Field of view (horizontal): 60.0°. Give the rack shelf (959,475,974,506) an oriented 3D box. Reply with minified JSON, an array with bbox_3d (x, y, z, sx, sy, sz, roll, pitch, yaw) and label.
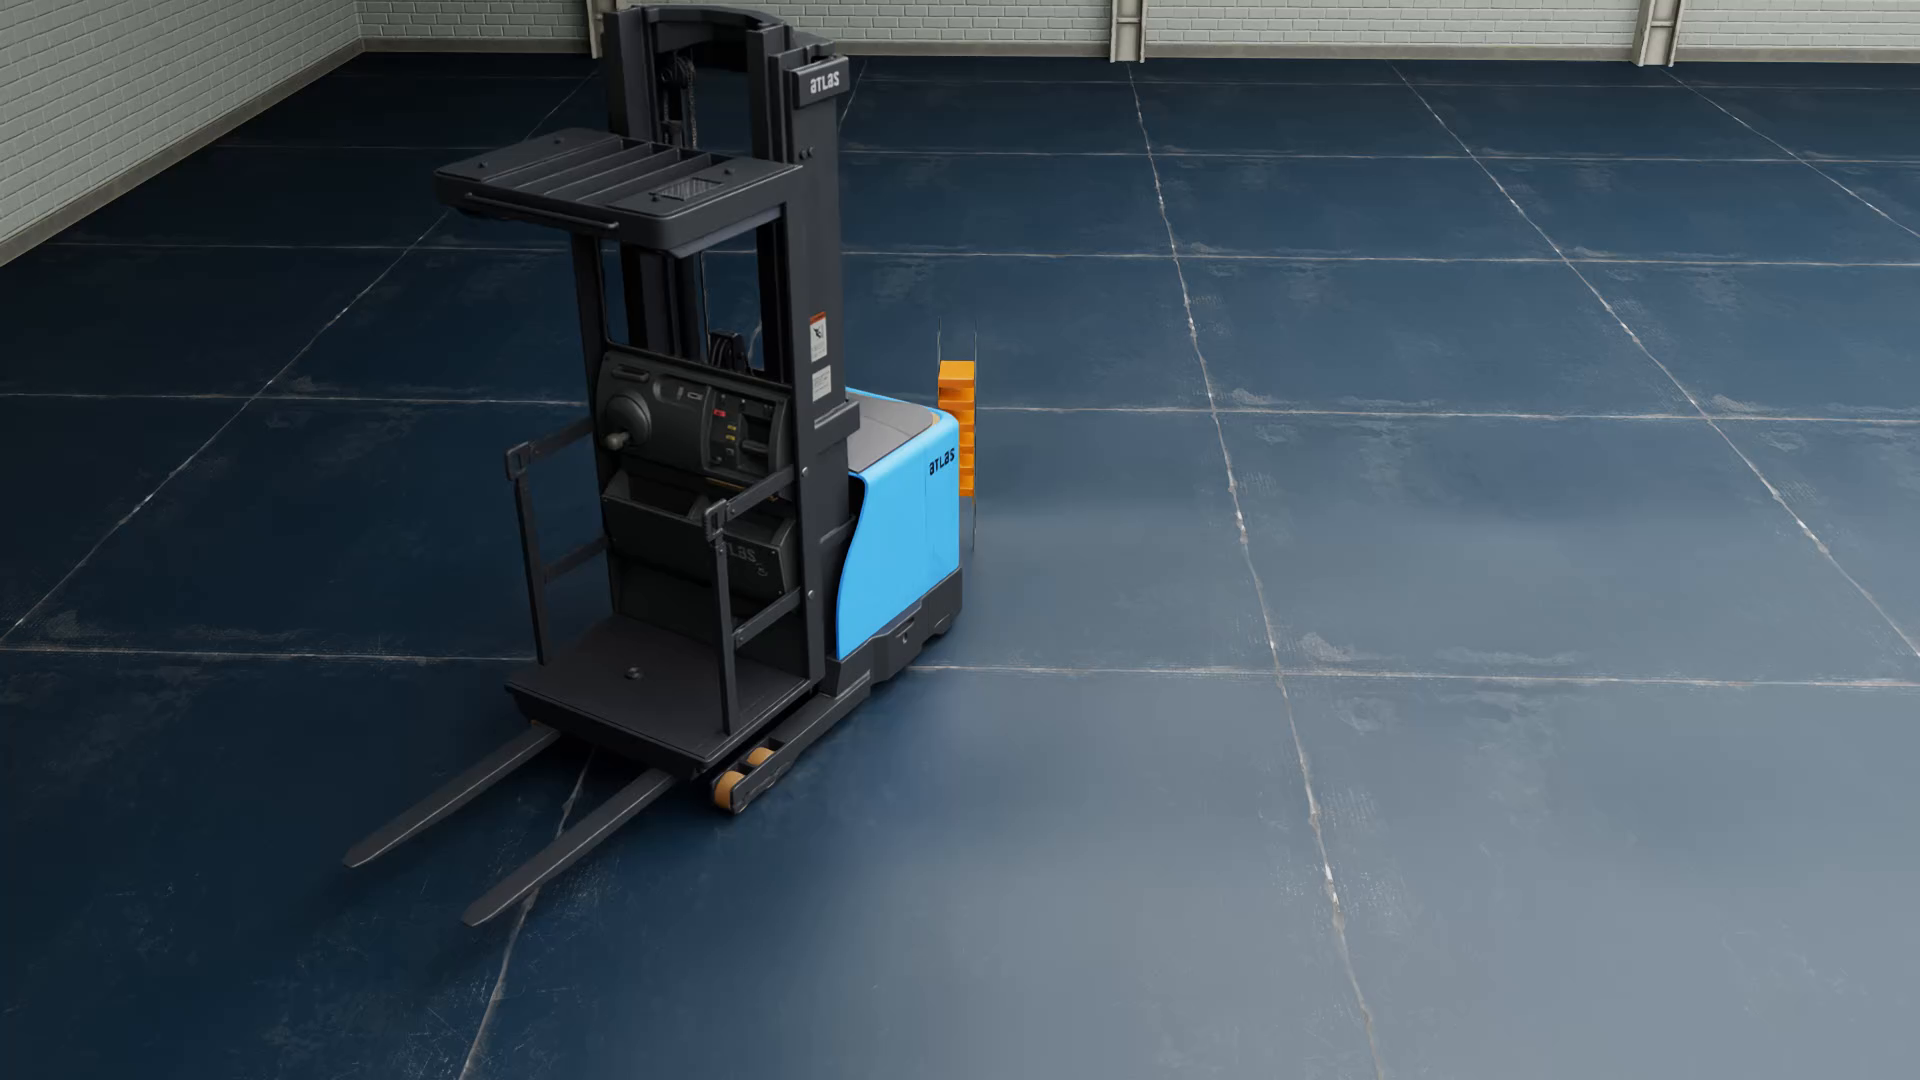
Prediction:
[{"bbox_3d":[-0.014,-0.279,8.603,0.180,0.103,0.258,1,28,2],"label":"rack shelf"}]

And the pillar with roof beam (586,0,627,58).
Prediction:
[{"bbox_3d":[-4.223,-7.621,13.519,0.400,9.000,9.100,1,28,2],"label":"pillar with roof beam"}]

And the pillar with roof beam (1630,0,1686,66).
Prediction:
[{"bbox_3d":[7.769,-7.423,13.145,0.400,9.000,9.100,1,28,2],"label":"pillar with roof beam"}]

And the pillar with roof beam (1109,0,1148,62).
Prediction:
[{"bbox_3d":[1.773,-7.522,13.332,0.400,9.000,9.100,1,28,2],"label":"pillar with roof beam"}]

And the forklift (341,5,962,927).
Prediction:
[{"bbox_3d":[-1.186,-0.447,6.464,1.130,2.935,3.031,16,32,27],"label":"forklift"}]

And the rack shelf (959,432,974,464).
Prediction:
[{"bbox_3d":[-0.014,-0.491,8.490,0.180,0.103,0.258,1,28,2],"label":"rack shelf"}]

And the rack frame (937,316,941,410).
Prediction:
[{"bbox_3d":[-0.106,-0.532,8.472,0.006,1.200,0.240,1,28,2],"label":"rack frame"}]

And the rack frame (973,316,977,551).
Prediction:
[{"bbox_3d":[0.077,-0.529,8.467,0.006,1.200,0.240,1,28,2],"label":"rack frame"}]

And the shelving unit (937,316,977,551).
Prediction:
[{"bbox_3d":[-0.014,-0.530,8.469,0.189,1.200,0.258,1,28,2],"label":"shelving unit"}]

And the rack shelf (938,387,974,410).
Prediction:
[{"bbox_3d":[-0.014,-0.703,8.378,0.180,0.103,0.258,1,28,2],"label":"rack shelf"}]

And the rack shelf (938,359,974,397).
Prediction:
[{"bbox_3d":[-0.014,-0.809,8.322,0.180,0.103,0.258,1,28,2],"label":"rack shelf"}]

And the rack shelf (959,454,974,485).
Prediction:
[{"bbox_3d":[-0.014,-0.385,8.546,0.180,0.103,0.258,1,28,2],"label":"rack shelf"}]

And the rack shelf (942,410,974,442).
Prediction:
[{"bbox_3d":[-0.014,-0.597,8.434,0.180,0.103,0.258,1,28,2],"label":"rack shelf"}]
